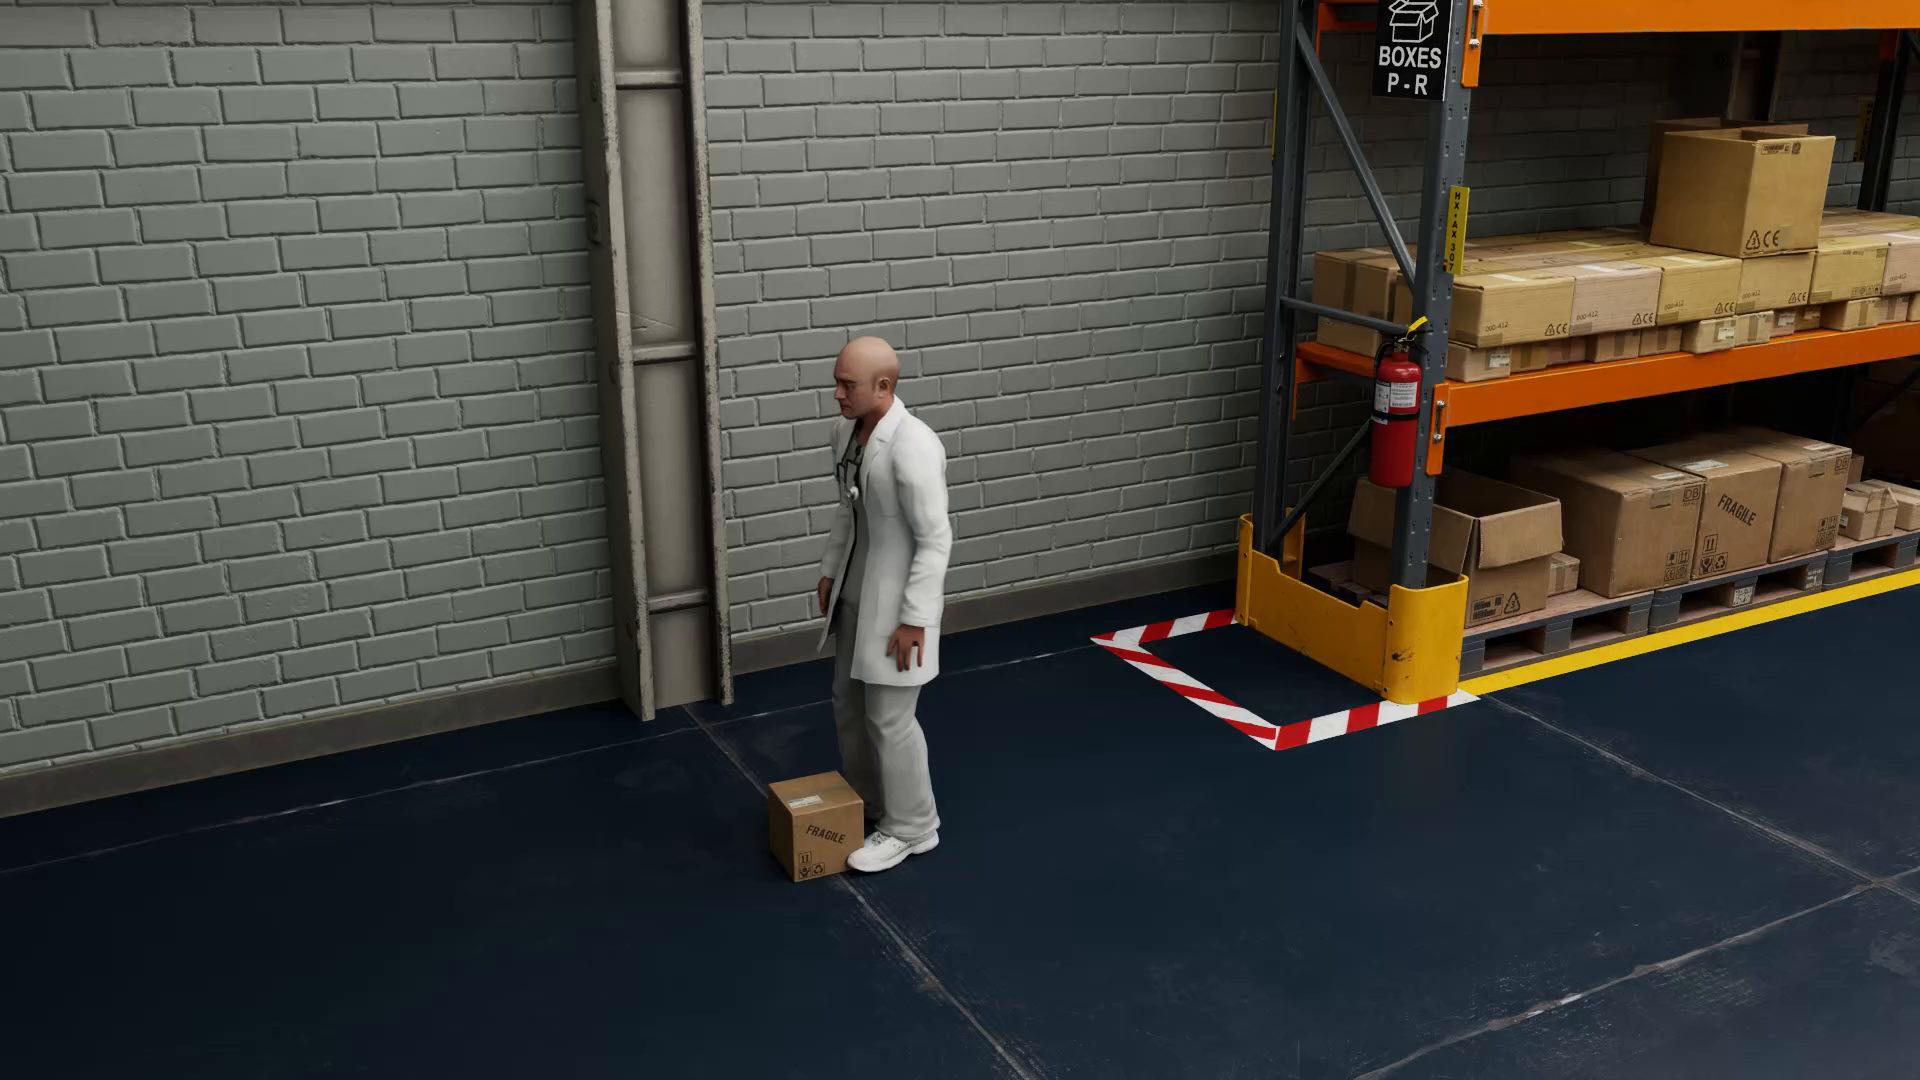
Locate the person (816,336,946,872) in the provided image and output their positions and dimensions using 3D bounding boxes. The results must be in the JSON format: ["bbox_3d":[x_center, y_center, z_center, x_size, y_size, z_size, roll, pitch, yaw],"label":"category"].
[{"bbox_3d":[-0.269,0.199,5.477,0.420,1.774,0.643,-10,21,-27],"label":"person"}]
